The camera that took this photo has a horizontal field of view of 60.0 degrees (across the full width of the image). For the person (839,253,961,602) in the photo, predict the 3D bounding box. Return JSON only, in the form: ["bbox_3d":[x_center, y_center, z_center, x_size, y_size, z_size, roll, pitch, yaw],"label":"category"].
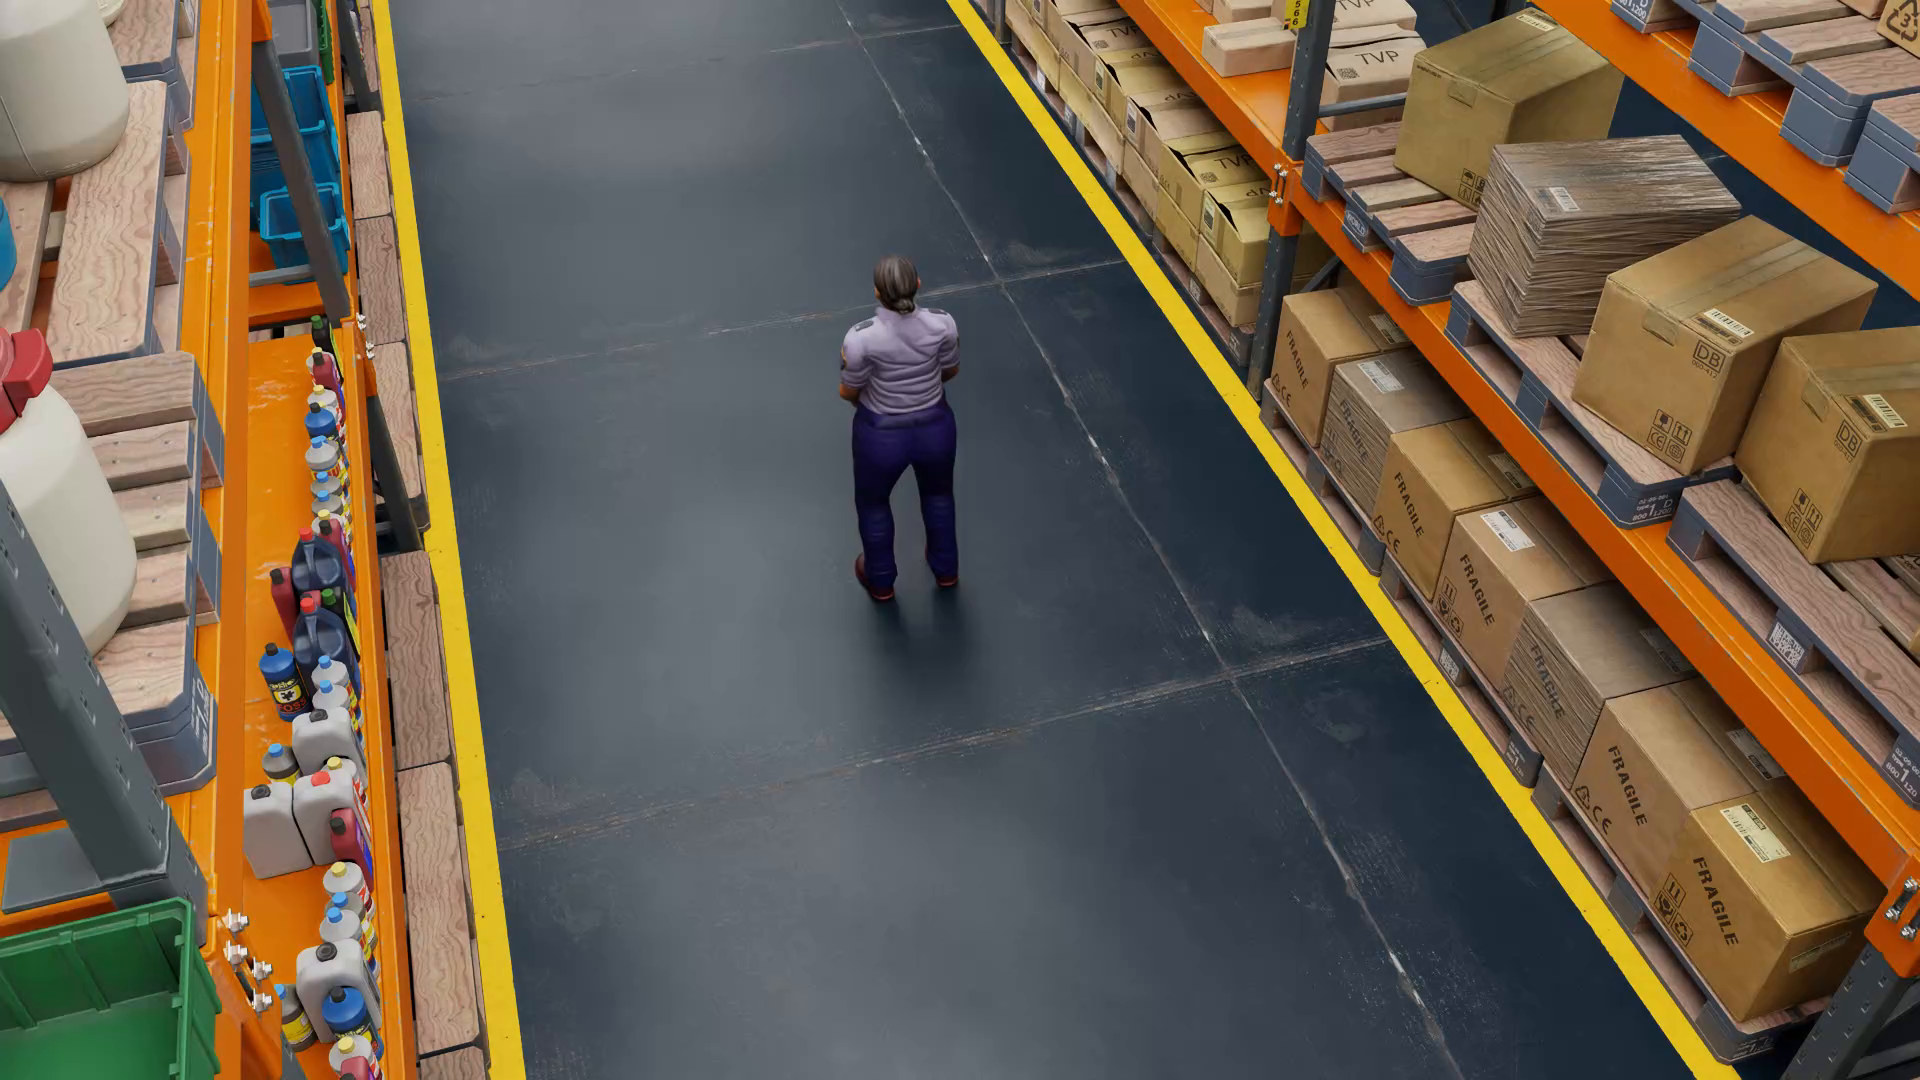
[{"bbox_3d":[-0.250,-0.472,6.680,0.487,1.654,0.476,-12,44,-13],"label":"person"}]
